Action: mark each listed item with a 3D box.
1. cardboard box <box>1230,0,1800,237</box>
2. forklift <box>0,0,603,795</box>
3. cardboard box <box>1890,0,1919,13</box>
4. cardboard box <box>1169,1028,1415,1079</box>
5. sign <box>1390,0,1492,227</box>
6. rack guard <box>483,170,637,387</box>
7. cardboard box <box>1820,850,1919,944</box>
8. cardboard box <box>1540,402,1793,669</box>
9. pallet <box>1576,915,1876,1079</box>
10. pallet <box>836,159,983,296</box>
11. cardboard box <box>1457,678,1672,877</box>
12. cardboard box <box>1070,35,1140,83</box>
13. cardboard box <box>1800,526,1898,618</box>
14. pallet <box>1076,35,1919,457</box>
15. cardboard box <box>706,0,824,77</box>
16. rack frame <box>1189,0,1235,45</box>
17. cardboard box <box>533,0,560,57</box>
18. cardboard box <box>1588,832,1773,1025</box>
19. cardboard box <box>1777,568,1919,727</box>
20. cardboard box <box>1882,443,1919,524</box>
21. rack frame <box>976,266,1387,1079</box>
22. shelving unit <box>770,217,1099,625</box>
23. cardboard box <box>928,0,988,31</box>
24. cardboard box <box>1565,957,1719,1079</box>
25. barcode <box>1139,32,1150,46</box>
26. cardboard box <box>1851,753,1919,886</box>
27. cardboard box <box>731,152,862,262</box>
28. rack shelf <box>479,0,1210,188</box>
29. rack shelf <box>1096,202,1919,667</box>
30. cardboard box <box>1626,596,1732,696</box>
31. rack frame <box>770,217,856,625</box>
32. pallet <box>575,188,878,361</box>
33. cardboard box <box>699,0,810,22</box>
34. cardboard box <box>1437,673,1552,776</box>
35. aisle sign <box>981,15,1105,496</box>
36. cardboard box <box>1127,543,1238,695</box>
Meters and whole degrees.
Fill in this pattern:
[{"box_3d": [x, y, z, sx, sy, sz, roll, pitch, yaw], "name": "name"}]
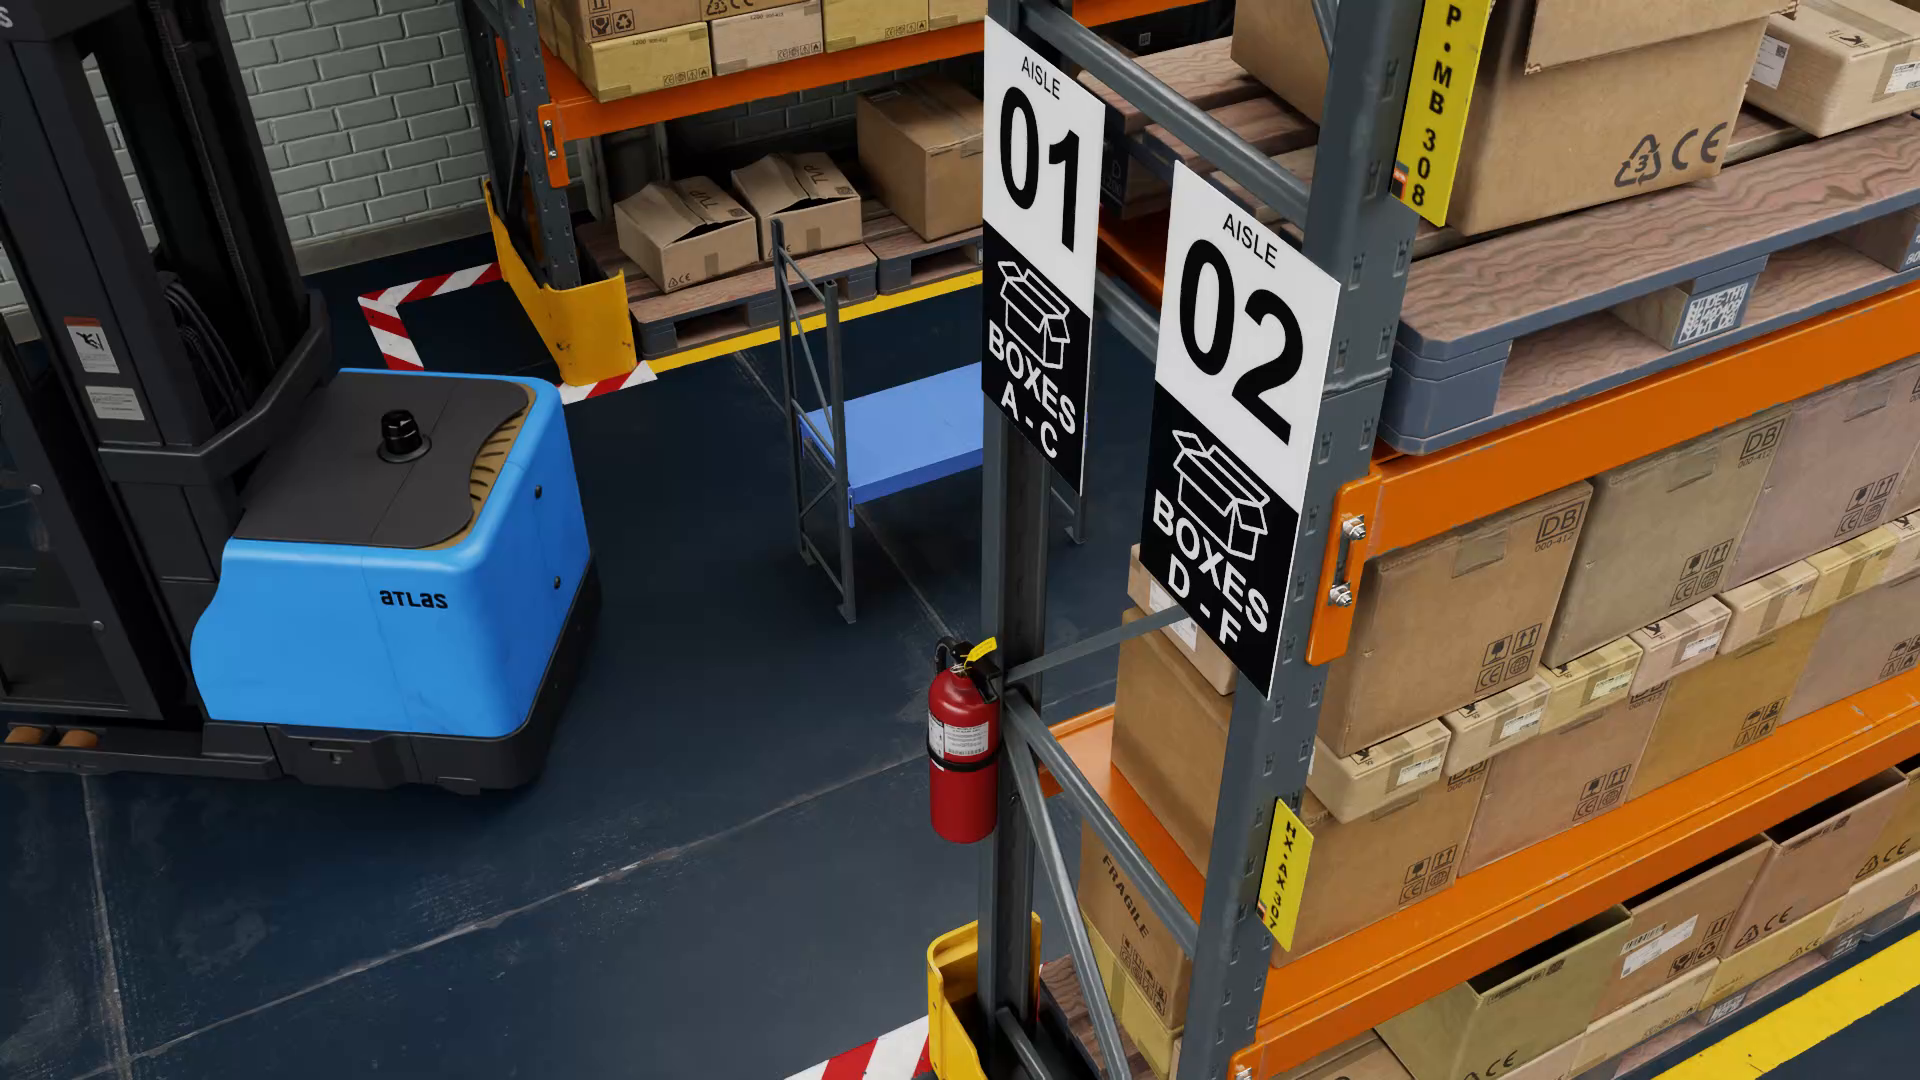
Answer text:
[{"box_3d": [0.841, -0.922, 2.682, 0.637, 0.503, 0.797, -16, 43, -18], "name": "cardboard box"}, {"box_3d": [-2.912, -0.637, 5.234, 3.031, 2.935, 1.130, 3, 40, 4], "name": "forklift"}, {"box_3d": [1.929, -1.090, 2.884, 0.500, 0.500, 0.500, -19, 44, -21], "name": "cardboard box"}, {"box_3d": [0.908, 1.502, 4.457, 0.500, 0.250, 0.500, -19, 44, -21], "name": "cardboard box"}, {"box_3d": [0.581, -0.544, 2.011, 0.005, 0.325, 0.100, -19, 44, -21], "name": "sign"}, {"box_3d": [-1.895, -1.261, 7.852, 0.348, 0.500, 1.175, -19, 44, -21], "name": "rack guard"}, {"box_3d": [2.682, 0.906, 5.162, 0.500, 0.250, 0.500, -19, 44, -21], "name": "cardboard box"}, {"box_3d": [1.260, -0.196, 3.578, 0.500, 0.500, 0.700, -20, 44, -22], "name": "cardboard box"}, {"box_3d": [2.069, 1.096, 5.292, 1.213, 0.211, 1.003, -19, 44, -21], "name": "pallet"}, {"box_3d": [-0.077, -1.734, 8.635, 1.213, 0.211, 1.003, -19, 44, -21], "name": "pallet"}, {"box_3d": [1.213, 0.316, 3.978, 0.500, 0.500, 0.700, -17, 43, -20], "name": "cardboard box"}, {"box_3d": [0.684, -2.267, 8.701, 0.500, 0.500, 0.500, -22, 45, -24], "name": "cardboard box"}, {"box_3d": [1.918, -0.020, 3.872, 0.250, 0.149, 0.380, -19, 44, -21], "name": "cardboard box"}, {"box_3d": [0.969, -0.662, 2.957, 1.213, 0.211, 1.003, -19, 44, -21], "name": "pallet"}, {"box_3d": [-0.929, -2.269, 7.210, 0.500, 0.250, 0.500, -20, 44, -22], "name": "cardboard box"}, {"box_3d": [1.586, -3.386, 8.428, 0.127, 3.000, 1.000, -19, 44, -21], "name": "rack frame"}, {"box_3d": [-1.637, -2.393, 7.356, 0.500, 0.250, 0.500, -18, 43, -20], "name": "cardboard box"}, {"box_3d": [1.788, 0.909, 4.577, 0.500, 0.500, 0.500, -19, 44, -21], "name": "cardboard box"}, {"box_3d": [2.121, 0.012, 4.337, 0.500, 0.500, 0.700, -17, 43, -19], "name": "cardboard box"}, {"box_3d": [2.151, -0.496, 3.933, 0.500, 0.500, 0.700, -19, 44, -21], "name": "cardboard box"}, {"box_3d": [0.330, 0.645, 3.666, 0.127, 3.000, 1.000, -19, 44, -21], "name": "rack frame"}, {"box_3d": [-0.076, -0.547, 6.235, 1.048, 1.500, 0.538, -19, 44, -21], "name": "shelving unit"}, {"box_3d": [-0.025, -2.568, 7.562, 0.500, 0.250, 0.500, -18, 44, -20], "name": "cardboard box"}, {"box_3d": [1.793, 1.202, 4.812, 0.500, 0.250, 0.500, -19, 44, -21], "name": "cardboard box"}, {"box_3d": [0.996, -2.698, 8.962, 0.075, 0.075, 0.001, -19, 44, -21], "name": "barcode"}, {"box_3d": [2.676, 0.612, 4.928, 0.500, 0.500, 0.500, -19, 44, -21], "name": "cardboard box"}, {"box_3d": [-0.801, -1.659, 8.129, 0.500, 0.311, 0.500, -15, 43, -17], "name": "cardboard box"}, {"box_3d": [-0.188, -2.514, 7.956, 4.000, 0.370, 1.077, -19, 44, -21], "name": "rack shelf"}, {"box_3d": [2.103, -0.822, 3.634, 4.000, 0.370, 1.077, -19, 44, -21], "name": "rack shelf"}, {"box_3d": [1.457, 0.138, 3.686, 0.250, 0.149, 0.380, -19, 44, -21], "name": "cardboard box"}, {"box_3d": [-0.527, -0.395, 6.056, 0.032, 1.500, 0.500, -19, 44, -21], "name": "rack frame"}, {"box_3d": [-1.158, -1.373, 8.208, 1.213, 0.211, 1.003, -19, 44, -21], "name": "pallet"}, {"box_3d": [-0.957, -2.541, 6.950, 0.500, 0.500, 0.500, -18, 44, -21], "name": "cardboard box"}, {"box_3d": [1.010, 0.286, 3.512, 0.250, 0.149, 0.380, -20, 44, -22], "name": "cardboard box"}, {"box_3d": [0.136, -0.496, 3.002, 0.004, 0.787, 0.394, -19, 44, -21], "name": "aisle sign"}, {"box_3d": [0.580, 0.136, 3.688, 0.250, 0.149, 0.380, -19, 44, -21], "name": "cardboard box"}]
